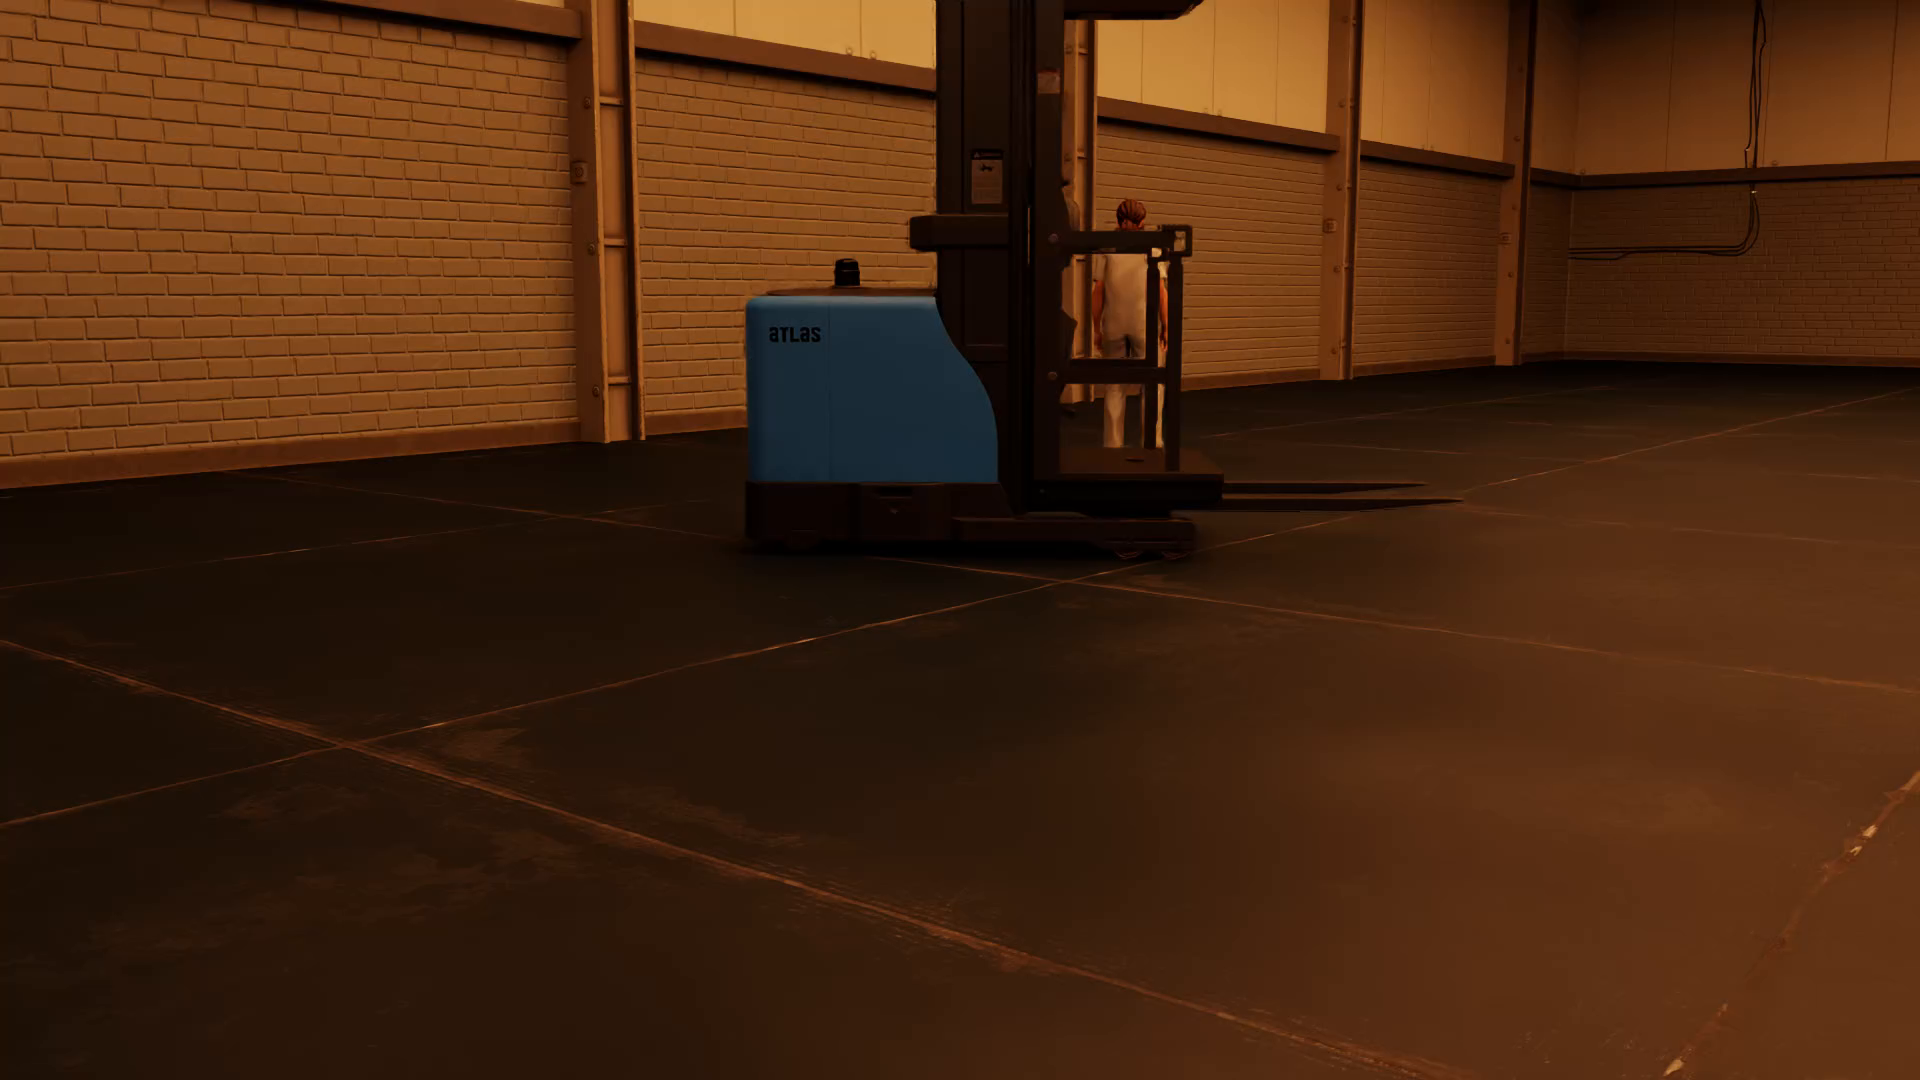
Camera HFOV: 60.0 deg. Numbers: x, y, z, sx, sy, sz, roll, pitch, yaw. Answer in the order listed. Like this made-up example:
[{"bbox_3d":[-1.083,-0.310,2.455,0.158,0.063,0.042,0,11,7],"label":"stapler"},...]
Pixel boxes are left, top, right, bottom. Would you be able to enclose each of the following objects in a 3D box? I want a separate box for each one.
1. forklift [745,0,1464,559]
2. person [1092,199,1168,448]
[{"bbox_3d":[0.621,-1.451,7.197,3.031,2.935,1.130,0,8,1],"label":"forklift"},{"bbox_3d":[1.071,-1.276,10.352,0.499,1.671,0.364,3,9,18],"label":"person"}]
